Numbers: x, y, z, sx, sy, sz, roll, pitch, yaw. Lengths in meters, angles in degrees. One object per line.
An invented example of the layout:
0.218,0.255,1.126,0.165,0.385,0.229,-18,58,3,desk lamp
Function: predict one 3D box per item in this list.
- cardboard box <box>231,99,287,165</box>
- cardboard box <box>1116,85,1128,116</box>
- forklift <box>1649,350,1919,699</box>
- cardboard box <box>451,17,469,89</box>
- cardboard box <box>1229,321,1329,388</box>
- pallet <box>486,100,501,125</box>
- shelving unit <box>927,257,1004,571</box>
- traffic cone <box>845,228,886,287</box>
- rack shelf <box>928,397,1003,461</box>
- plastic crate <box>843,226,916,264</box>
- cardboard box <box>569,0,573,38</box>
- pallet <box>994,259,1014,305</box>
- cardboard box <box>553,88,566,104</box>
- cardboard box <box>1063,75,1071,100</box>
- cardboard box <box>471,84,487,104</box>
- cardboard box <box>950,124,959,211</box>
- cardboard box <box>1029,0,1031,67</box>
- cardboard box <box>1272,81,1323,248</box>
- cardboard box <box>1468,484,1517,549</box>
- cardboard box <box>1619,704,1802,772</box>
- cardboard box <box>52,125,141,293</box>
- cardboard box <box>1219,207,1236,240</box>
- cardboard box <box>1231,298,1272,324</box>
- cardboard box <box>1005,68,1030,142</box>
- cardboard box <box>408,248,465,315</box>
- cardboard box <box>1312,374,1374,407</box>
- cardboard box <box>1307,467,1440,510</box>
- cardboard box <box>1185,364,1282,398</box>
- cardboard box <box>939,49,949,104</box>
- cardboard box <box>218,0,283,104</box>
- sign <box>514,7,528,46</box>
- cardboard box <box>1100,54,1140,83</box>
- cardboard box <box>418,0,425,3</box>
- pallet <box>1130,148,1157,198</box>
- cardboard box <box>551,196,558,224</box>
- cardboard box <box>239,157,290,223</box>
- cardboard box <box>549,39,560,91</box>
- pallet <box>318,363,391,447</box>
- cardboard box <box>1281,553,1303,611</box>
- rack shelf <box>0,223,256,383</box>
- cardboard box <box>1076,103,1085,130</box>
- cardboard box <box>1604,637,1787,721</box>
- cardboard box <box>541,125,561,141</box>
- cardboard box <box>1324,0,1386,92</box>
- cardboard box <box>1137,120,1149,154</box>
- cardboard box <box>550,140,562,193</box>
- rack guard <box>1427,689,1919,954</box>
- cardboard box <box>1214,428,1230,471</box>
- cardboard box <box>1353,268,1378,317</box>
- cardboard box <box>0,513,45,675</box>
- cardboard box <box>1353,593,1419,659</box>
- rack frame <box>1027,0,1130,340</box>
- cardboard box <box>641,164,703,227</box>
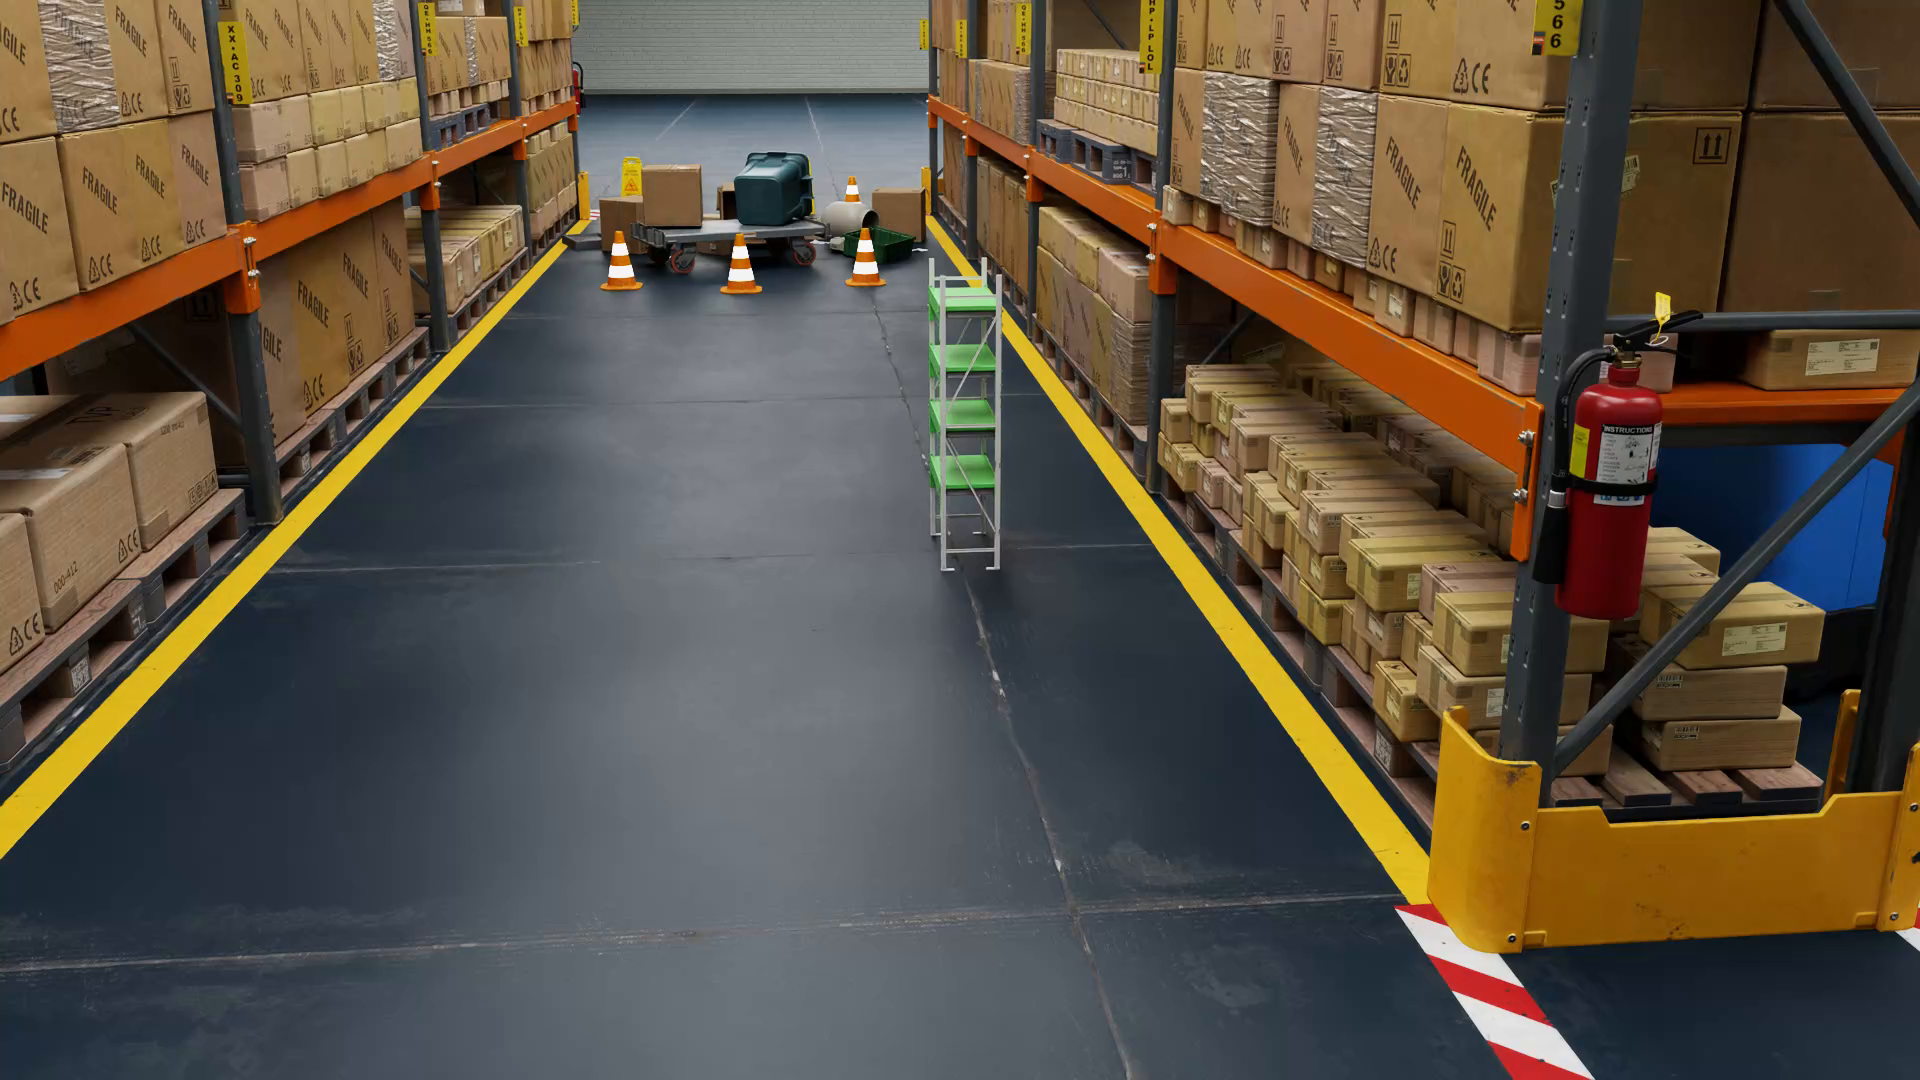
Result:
-3.290,-1.795,7.303,0.500,0.250,0.500,-2,18,-7,cardboard box
1.041,-2.318,8.773,0.380,0.149,0.250,-3,18,-8,cardboard box
3.694,-1.162,5.985,3.031,2.935,1.130,-8,19,-24,forklift
-3.876,-3.524,12.030,0.500,0.500,0.500,-1,17,-5,cardboard box
1.575,-0.907,8.532,0.500,0.500,0.500,-1,17,-3,cardboard box
-4.416,-3.548,13.791,1.003,0.211,1.213,-2,18,-6,pallet
0.017,-0.523,6.840,0.258,1.200,0.503,-2,18,-6,shelving unit
-0.801,-2.398,14.043,0.336,0.463,0.334,-2,18,-6,traffic cone
0.017,-0.462,6.859,0.258,0.148,0.480,-2,18,-6,rack shelf
-0.758,-2.752,15.533,0.450,0.188,0.662,18,23,19,plastic crate
-4.493,-5.585,17.625,0.700,0.500,0.500,-2,18,-7,cardboard box
0.846,-2.132,13.617,1.003,0.211,1.213,-2,18,-6,pallet
-4.313,-4.614,17.285,0.380,0.149,0.250,-1,17,-5,cardboard box
0.856,-2.854,10.483,0.380,0.149,0.250,-1,17,-3,cardboard box
-3.932,-3.503,13.046,0.380,0.149,0.250,-2,18,-6,cardboard box
0.379,-3.971,17.664,0.875,0.875,0.875,-2,18,-7,cardboard box
0.885,-3.672,12.031,0.700,0.500,0.500,-2,18,-6,cardboard box
1.347,-1.248,5.482,0.500,0.500,0.500,-1,17,-3,cardboard box
1.911,-0.082,5.495,0.380,0.149,0.250,-1,17,-3,cardboard box
2.065,0.514,4.590,0.380,0.149,0.250,-1,17,-5,cardboard box
-3.098,-1.103,5.516,0.500,0.500,0.500,-2,18,-6,cardboard box
1.272,-1.304,6.744,0.380,0.149,0.250,-3,18,-8,cardboard box
1.574,-1.265,8.419,0.500,0.250,0.500,-3,18,-8,cardboard box
0.612,-3.185,12.148,0.500,0.500,0.500,-2,18,-6,cardboard box
-3.986,-1.795,11.574,0.950,0.372,0.625,-3,18,-9,cardboard box
1.749,-0.622,7.217,0.380,0.149,0.250,-2,17,-5,cardboard box
1.408,-0.143,5.689,0.380,0.149,0.250,-2,18,-7,cardboard box
1.217,-0.686,7.420,0.380,0.149,0.250,-1,17,-3,cardboard box
0.245,-4.875,17.447,0.875,0.550,0.550,-2,18,-6,cardboard box
-3.285,-2.153,7.191,0.500,0.500,0.500,-2,17,-5,cardboard box
-3.799,-4.442,14.386,0.100,0.325,0.005,-2,18,-6,sign
0.989,-2.618,9.232,0.380,0.149,0.250,-2,18,-6,cardboard box
-4.654,-4.420,13.801,0.380,0.149,0.250,-2,18,-6,cardboard box
1.454,-1.812,8.261,1.003,0.211,1.213,-2,18,-6,pallet
-4.266,-3.261,16.446,0.500,0.250,0.500,-2,18,-6,cardboard box
-3.308,-1.556,7.376,0.500,0.250,0.500,-2,18,-7,cardboard box
-4.338,-4.801,16.799,0.500,0.500,0.500,-2,18,-6,cardboard box
-3.809,-0.750,9.213,1.003,0.211,1.213,-2,18,-6,pallet
1.335,0.146,5.763,0.380,0.149,0.250,-1,17,-5,cardboard box
-3.319,-0.549,5.119,1.077,0.370,4.000,-2,18,-6,rack shelf
0.906,-2.563,10.052,0.380,0.149,0.250,-1,17,-3,cardboard box
2.002,0.374,4.539,0.380,0.149,0.250,-1,17,-3,cardboard box
-4.268,-4.128,16.872,0.380,0.149,0.250,-1,17,-3,cardboard box
1.391,-1.580,4.871,0.500,0.500,0.500,-1,17,-3,cardboard box
1.099,-2.016,8.308,0.380,0.149,0.250,-2,18,-6,cardboard box
-4.319,-3.773,16.825,0.500,0.500,0.500,-2,18,-7,cardboard box
1.793,0.690,4.143,1.175,0.500,0.348,-2,18,-6,rack guard
1.283,-0.391,6.978,0.380,0.149,0.250,-2,18,-6,cardboard box
1.409,-0.752,4.985,0.380,0.149,0.250,-3,18,-8,cardboard box
-3.383,0.260,4.919,0.875,0.438,0.875,-1,17,-4,cardboard box
1.407,0.235,4.982,0.380,0.149,0.250,-2,18,-8,cardboard box
0.975,-2.863,11.289,1.000,3.000,0.127,-2,18,-6,rack frame
-2.583,-3.104,14.966,0.500,0.500,0.500,-2,18,-6,cardboard box
